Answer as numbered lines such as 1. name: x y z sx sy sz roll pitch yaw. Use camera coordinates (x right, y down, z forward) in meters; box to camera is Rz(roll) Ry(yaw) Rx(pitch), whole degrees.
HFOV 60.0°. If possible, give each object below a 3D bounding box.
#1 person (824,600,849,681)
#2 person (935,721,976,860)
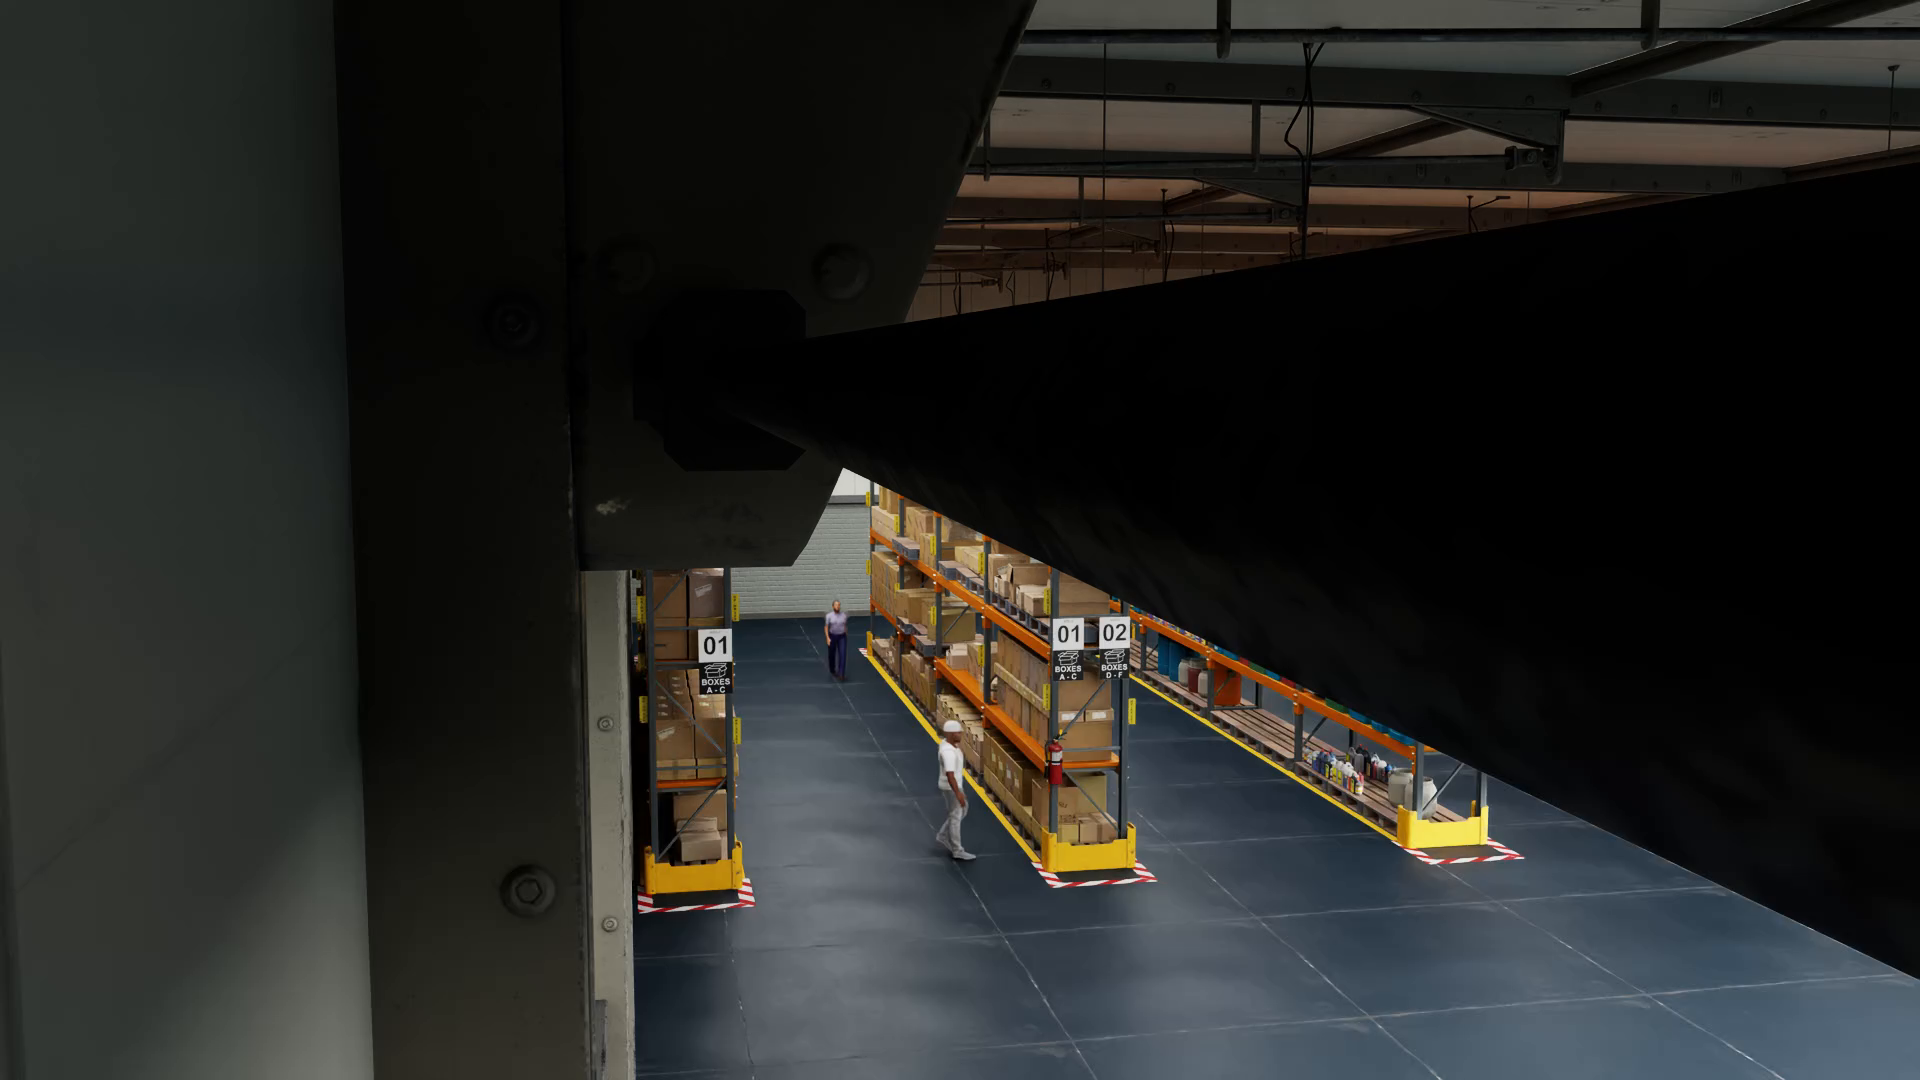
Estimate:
1. person: -2.503 2.018 33.745 0.498 1.596 0.928 0 6 -5
2. person: -0.059 3.203 21.508 0.545 1.765 0.714 0 6 3
